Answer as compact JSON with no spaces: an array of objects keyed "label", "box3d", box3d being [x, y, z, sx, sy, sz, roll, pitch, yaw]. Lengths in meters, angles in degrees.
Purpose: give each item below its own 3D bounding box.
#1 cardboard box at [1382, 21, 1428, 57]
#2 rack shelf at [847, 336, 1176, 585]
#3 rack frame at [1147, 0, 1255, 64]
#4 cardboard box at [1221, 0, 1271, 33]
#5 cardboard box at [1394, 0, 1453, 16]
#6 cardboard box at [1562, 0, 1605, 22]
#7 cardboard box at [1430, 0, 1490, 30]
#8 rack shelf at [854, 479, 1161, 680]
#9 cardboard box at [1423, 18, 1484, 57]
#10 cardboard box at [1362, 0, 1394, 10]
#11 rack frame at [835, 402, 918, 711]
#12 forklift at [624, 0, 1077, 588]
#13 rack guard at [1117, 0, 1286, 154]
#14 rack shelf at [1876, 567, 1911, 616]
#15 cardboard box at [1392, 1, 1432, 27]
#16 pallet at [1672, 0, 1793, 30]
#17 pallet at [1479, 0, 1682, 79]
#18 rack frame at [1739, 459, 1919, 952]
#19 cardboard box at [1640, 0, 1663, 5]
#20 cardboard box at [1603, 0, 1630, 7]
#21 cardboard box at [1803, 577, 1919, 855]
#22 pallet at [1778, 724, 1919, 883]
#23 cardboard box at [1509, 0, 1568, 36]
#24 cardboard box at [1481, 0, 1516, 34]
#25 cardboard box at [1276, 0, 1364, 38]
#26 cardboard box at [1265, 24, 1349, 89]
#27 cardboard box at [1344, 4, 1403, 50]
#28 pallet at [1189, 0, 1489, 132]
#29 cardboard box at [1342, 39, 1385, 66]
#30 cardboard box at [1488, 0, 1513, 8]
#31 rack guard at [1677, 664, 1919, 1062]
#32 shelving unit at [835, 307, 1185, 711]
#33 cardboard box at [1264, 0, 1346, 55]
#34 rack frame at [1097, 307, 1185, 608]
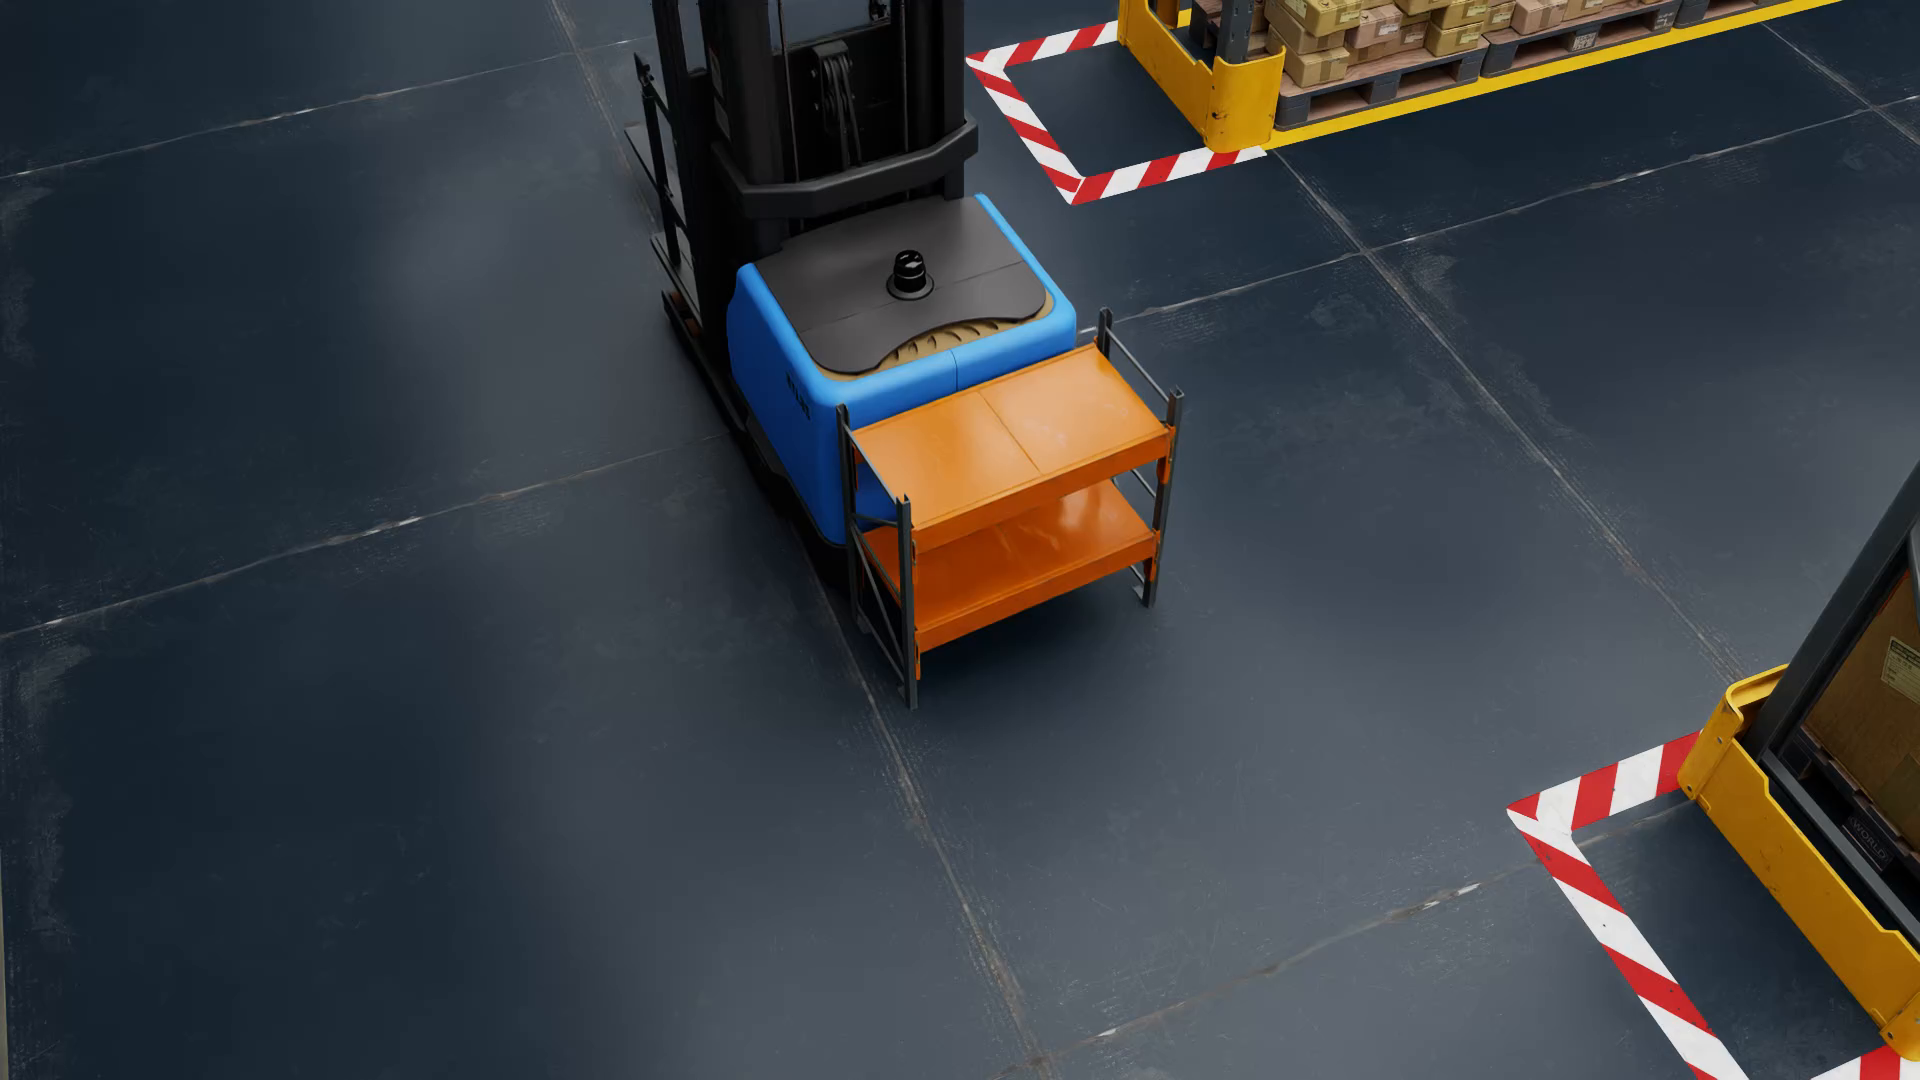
[{"label":"cardboard box","box3d":[2.173,-2.654,8.495,0.250,0.149,0.380,-17,51,-14]},{"label":"rack shelf","box3d":[0.167,-0.288,5.710,1.000,0.278,0.538,-22,53,-18]},{"label":"rack frame","box3d":[1.128,-3.312,7.458,0.127,3.000,1.000,-17,52,-14]},{"label":"cardboard box","box3d":[1.537,-2.818,8.636,0.250,0.149,0.380,-16,51,-14]},{"label":"cardboard box","box3d":[2.233,-2.771,8.204,0.250,0.149,0.380,-17,52,-14]},{"label":"cardboard box","box3d":[3.161,-2.899,8.705,0.250,0.149,0.380,-17,52,-14]},{"label":"cardboard box","box3d":[2.457,-2.756,8.386,0.250,0.149,0.380,-16,51,-13]},{"label":"rack shelf","box3d":[0.167,0.062,6.118,1.000,0.278,0.538,-22,53,-18]},{"label":"cardboard box","box3d":[2.451,-2.651,8.492,0.250,0.149,0.380,-17,51,-14]},{"label":"cardboard box","box3d":[1.952,-2.789,8.219,0.250,0.149,0.380,-16,51,-14]},{"label":"rack frame","box3d":[-0.283,0.083,5.778,0.032,1.125,0.500,-22,53,-18]},{"label":"forklift","box3d":[-0.663,-1.903,6.293,1.130,2.935,3.031,-20,52,-16]},{"label":"rack guard","box3d":[1.199,-2.520,8.425,0.348,0.500,1.175,-17,52,-14]},{"label":"rack shelf","box3d":[4.762,-0.139,5.207,4.000,0.370,1.077,-17,52,-14]},{"label":"cardboard box","box3d":[2.179,-2.758,8.389,0.250,0.149,0.380,-17,51,-14]},{"label":"pallet","box3d":[4.223,-3.334,9.314,1.213,0.211,1.003,-17,52,-14]},{"label":"pallet","box3d":[3.092,-2.981,9.011,1.213,0.211,1.003,-17,52,-14]},{"label":"rack frame","box3d":[2.910,0.200,4.441,0.127,3.000,1.000,-17,52,-14]},{"label":"cardboard box","box3d":[3.639,-3.019,8.808,0.250,0.149,0.380,-17,52,-14]},{"label":"cardboard box","box3d":[3.372,-2.991,8.785,0.250,0.149,0.380,-16,51,-14]},{"label":"cardboard box","box3d":[3.472,0.516,5.294,0.875,0.875,0.875,-17,52,-14]},{"label":"pallet","box3d":[3.621,0.825,5.744,1.213,0.211,1.003,-17,52,-14]},{"label":"cardboard box","box3d":[2.915,-2.801,8.621,0.250,0.149,0.380,-20,52,-16]},{"label":"cardboard box","box3d":[2.651,-2.791,8.612,0.250,0.149,0.380,-17,51,-14]},{"label":"cardboard box","box3d":[1.742,-2.626,8.079,0.250,0.149,0.380,-19,52,-16]},{"label":"cardboard box","box3d":[1.734,-2.446,8.316,0.250,0.149,0.380,-16,51,-14]},{"label":"cardboard box","box3d":[1.985,-2.626,8.275,0.250,0.149,0.380,-17,52,-14]},{"label":"pallet","box3d":[1.964,-2.634,8.713,1.213,0.211,1.003,-17,52,-14]},{"label":"cardboard box","box3d":[1.946,-2.578,8.430,0.250,0.149,0.380,-17,52,-14]},{"label":"cardboard box","box3d":[2.667,-2.899,8.509,0.250,0.149,0.380,-19,52,-16]},{"label":"rack guard","box3d":[2.888,1.022,5.384,0.348,0.500,1.175,-17,52,-14]},{"label":"shelving unit","box3d":[0.167,-0.097,5.932,1.048,1.125,0.538,-22,53,-18]},{"label":"cardboard box","box3d":[1.711,-2.587,8.242,0.250,0.149,0.380,-15,51,-13]},{"label":"rack frame","box3d":[0.617,-0.277,6.087,0.032,1.125,0.500,-22,53,-18]}]
